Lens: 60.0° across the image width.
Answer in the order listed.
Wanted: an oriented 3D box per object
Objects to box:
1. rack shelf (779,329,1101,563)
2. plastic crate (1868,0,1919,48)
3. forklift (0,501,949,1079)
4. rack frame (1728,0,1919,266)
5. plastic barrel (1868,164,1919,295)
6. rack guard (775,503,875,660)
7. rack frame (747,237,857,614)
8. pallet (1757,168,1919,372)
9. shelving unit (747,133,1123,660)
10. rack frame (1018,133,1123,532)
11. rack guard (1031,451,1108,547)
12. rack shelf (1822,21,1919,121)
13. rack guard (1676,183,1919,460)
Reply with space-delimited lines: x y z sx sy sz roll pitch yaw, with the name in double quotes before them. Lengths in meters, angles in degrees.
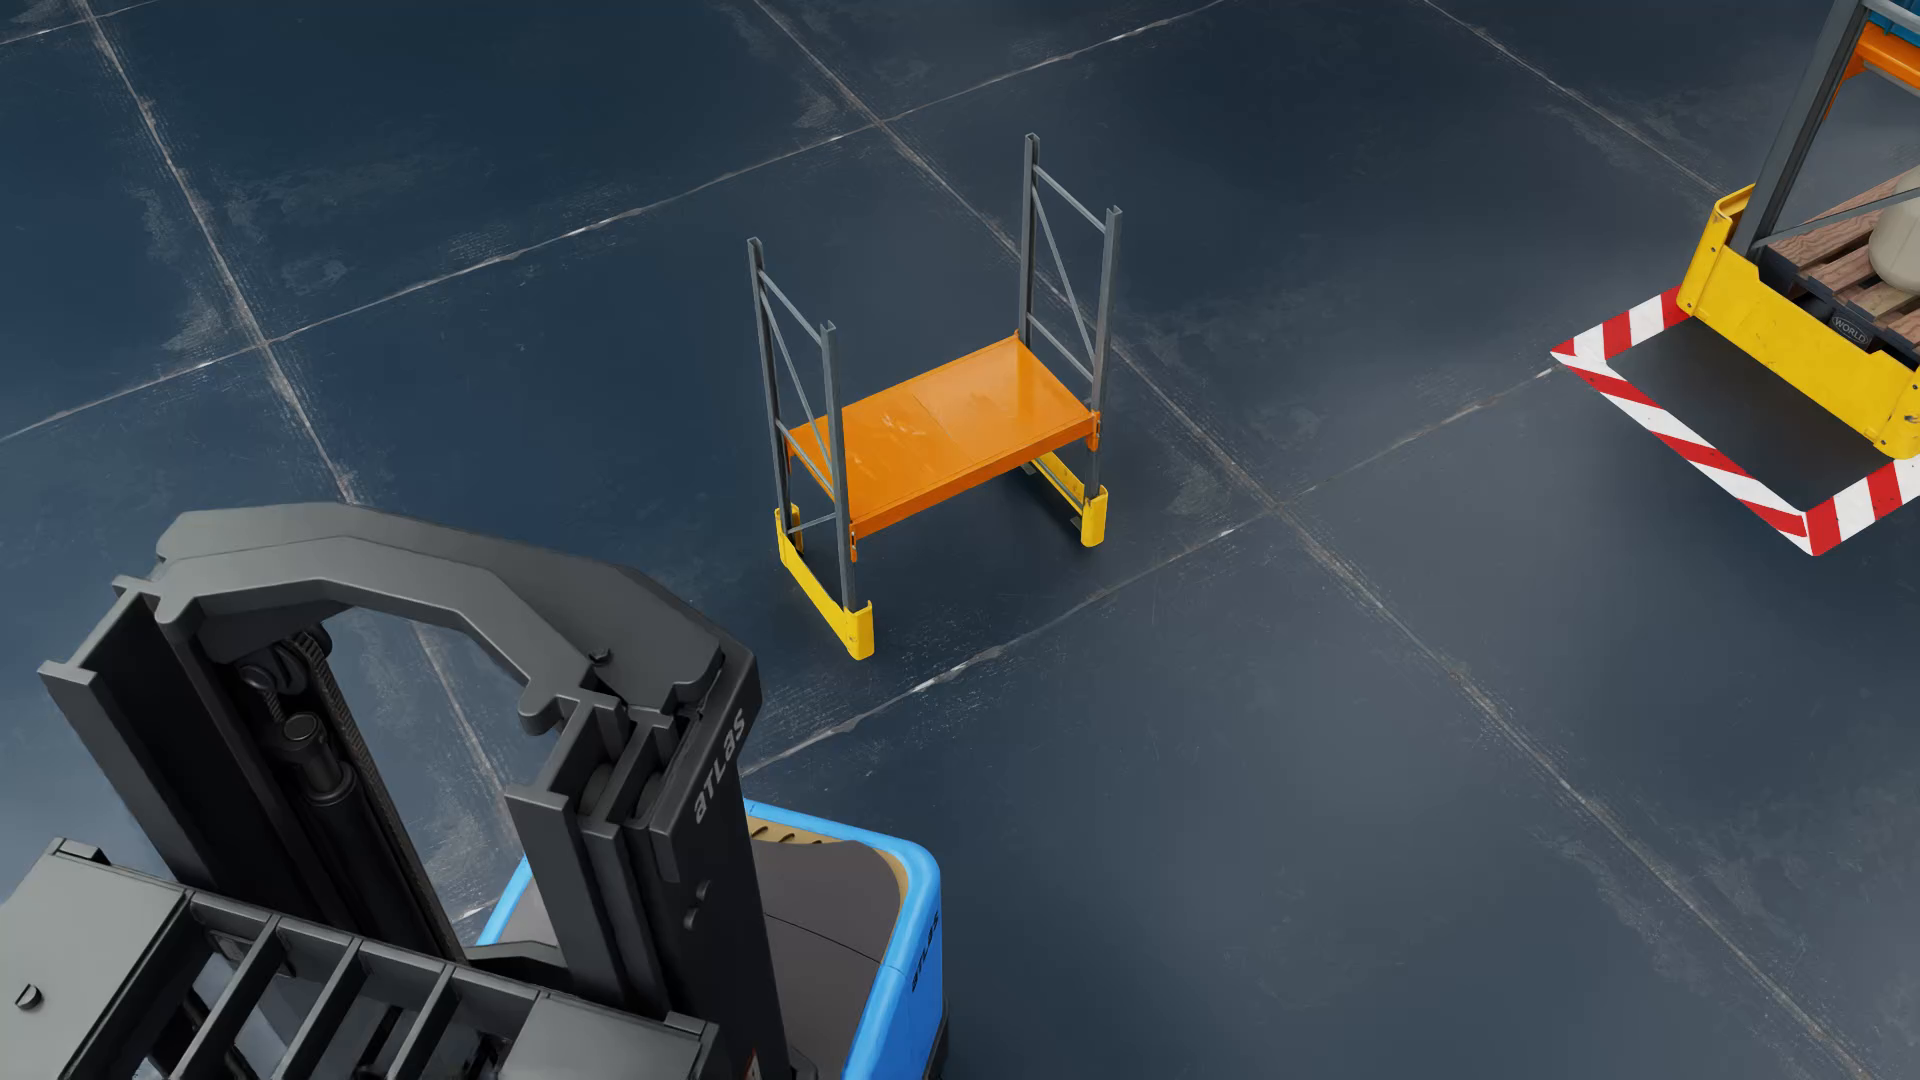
"rack shelf" -0.072 -0.345 5.794 1.000 0.185 0.538 -25 53 -21
"plastic crate" 3.740 -2.011 6.132 0.616 0.251 0.499 -25 53 -21
"forklift" -0.940 1.463 2.984 1.130 2.935 3.031 12 49 11
"rack frame" 3.476 -1.672 5.730 0.127 3.000 1.000 -25 53 -21
"plastic barrel" 3.992 -1.294 6.779 0.421 0.512 0.421 0 48 0
"rack guard" -0.486 0.146 5.953 0.087 0.250 0.587 -25 53 -21
"rack frame" -0.502 -0.262 5.479 0.032 1.500 0.500 -25 53 -21
"pallet" 4.205 -1.125 7.110 1.213 0.211 1.003 -25 53 -21
"shelving unit" -0.064 -0.468 5.663 1.083 1.500 0.587 -25 53 -21
"rack frame" 0.358 -0.667 5.840 0.032 1.500 0.500 -25 53 -21
"rack guard" 0.357 -0.251 6.306 0.087 0.250 0.587 -25 53 -21
"rack shelf" 5.168 -2.229 6.708 4.000 0.370 1.077 -25 53 -21
"rack guard" 3.516 -0.900 6.717 0.348 0.500 1.175 -25 53 -21
